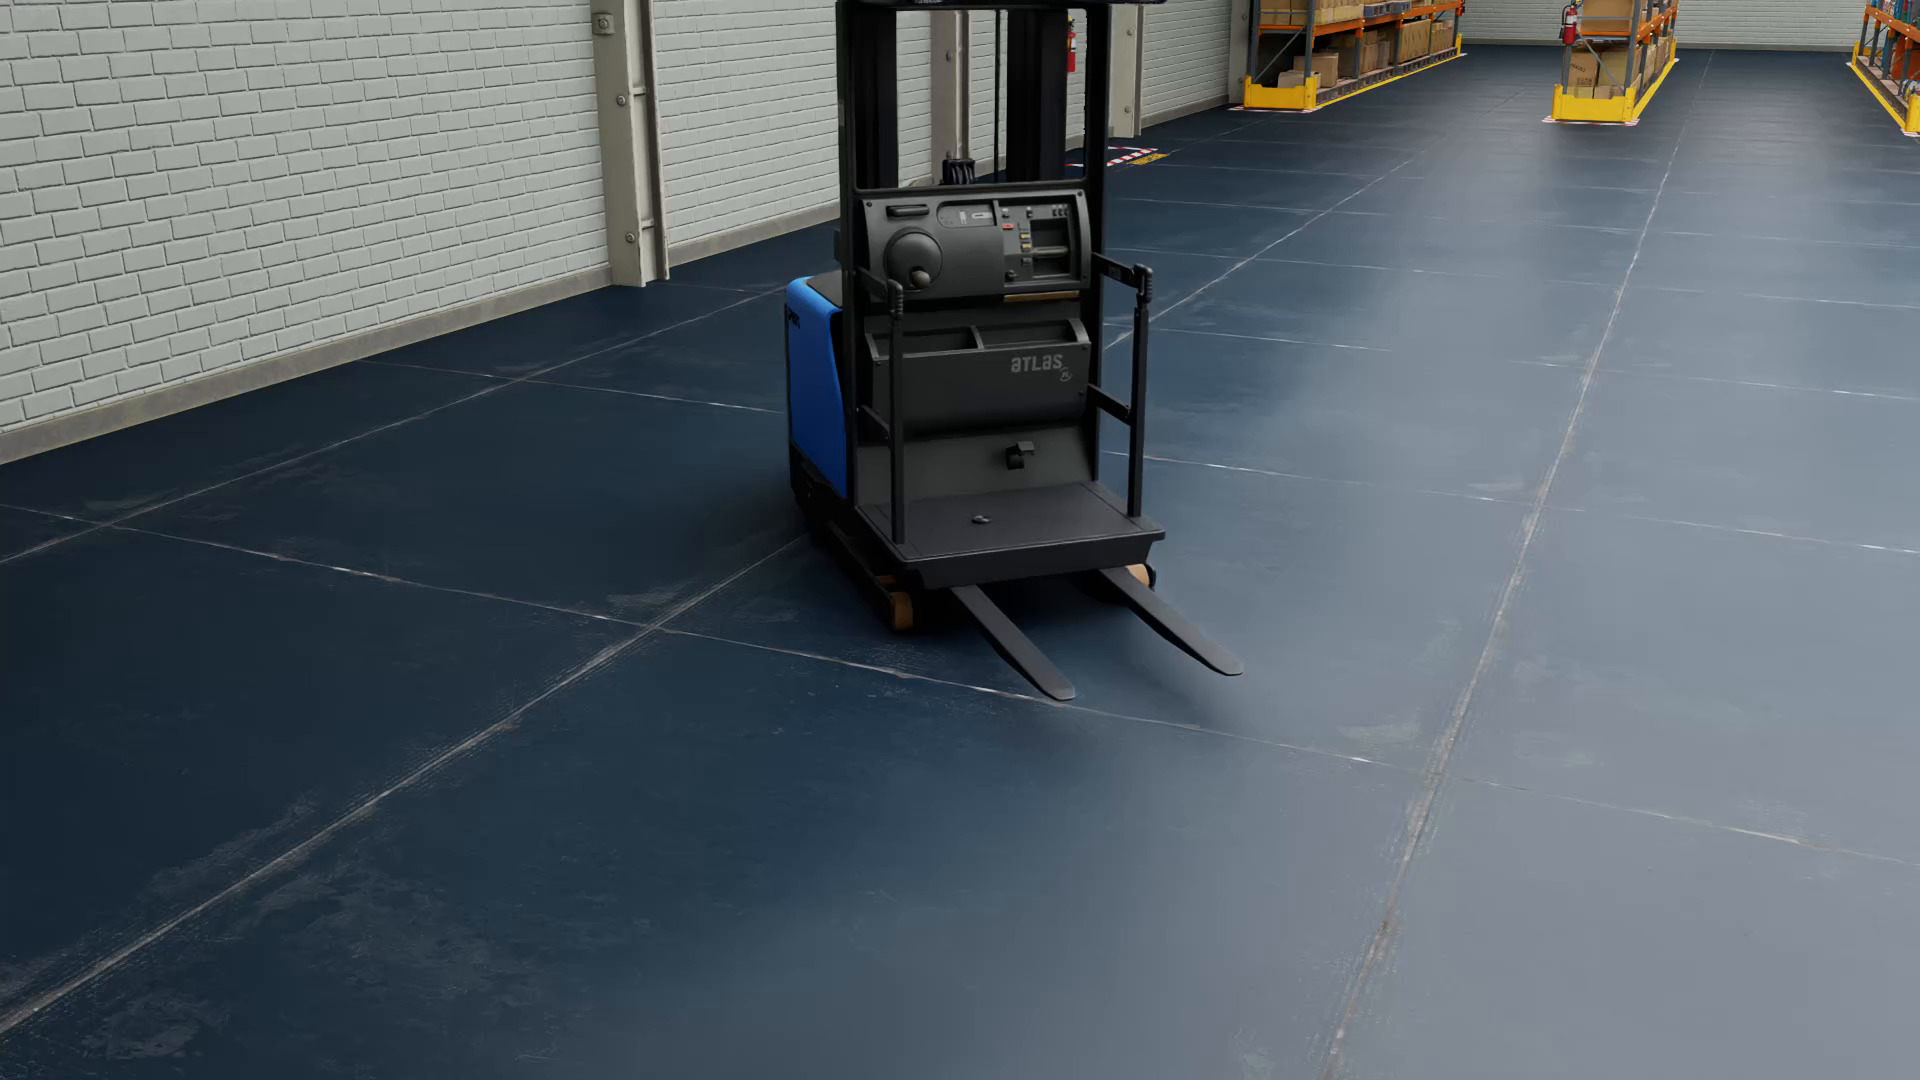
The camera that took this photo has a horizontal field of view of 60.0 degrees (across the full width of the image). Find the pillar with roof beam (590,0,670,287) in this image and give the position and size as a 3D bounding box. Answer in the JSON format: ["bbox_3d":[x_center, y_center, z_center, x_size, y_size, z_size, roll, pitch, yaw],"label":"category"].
[{"bbox_3d":[1.371,-5.716,10.111,9.100,9.000,0.400,9,21,23],"label":"pillar with roof beam"}]

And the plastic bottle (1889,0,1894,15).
[{"bbox_3d":[17.876,-10.212,31.882,0.061,0.283,0.133,9,21,23],"label":"plastic bottle"}]

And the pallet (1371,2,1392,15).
[{"bbox_3d":[7.820,-10.394,32.505,1.003,0.211,1.213,9,21,23],"label":"pallet"}]

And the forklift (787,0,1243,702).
[{"bbox_3d":[0.144,-1.172,6.389,1.130,2.935,3.031,-7,21,-18],"label":"forklift"}]

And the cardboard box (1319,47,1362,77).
[{"bbox_3d":[7.241,-9.129,31.736,0.700,0.500,0.500,9,22,25],"label":"cardboard box"}]

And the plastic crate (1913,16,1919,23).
[{"bbox_3d":[15.663,-8.341,26.539,0.767,0.338,0.504,9,21,23],"label":"plastic crate"}]

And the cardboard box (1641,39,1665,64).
[{"bbox_3d":[14.395,-10.176,34.679,0.500,0.500,0.500,9,21,23],"label":"cardboard box"}]

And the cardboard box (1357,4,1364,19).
[{"bbox_3d":[7.038,-9.625,30.250,0.500,0.250,0.500,9,21,23],"label":"cardboard box"}]

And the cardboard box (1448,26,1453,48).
[{"bbox_3d":[11.673,-12.333,40.775,0.700,0.500,0.500,9,21,23],"label":"cardboard box"}]

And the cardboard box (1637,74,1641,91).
[{"bbox_3d":[11.485,-7.924,28.752,0.500,0.250,0.500,9,21,23],"label":"cardboard box"}]

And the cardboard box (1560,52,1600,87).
[{"bbox_3d":[9.786,-7.431,26.246,0.500,0.500,0.500,9,21,23],"label":"cardboard box"}]

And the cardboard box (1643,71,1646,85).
[{"bbox_3d":[11.867,-8.185,29.486,0.500,0.250,0.500,8,21,21],"label":"cardboard box"}]

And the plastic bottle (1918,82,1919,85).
[{"bbox_3d":[15.335,-7.184,26.608,0.097,0.271,0.097,0,20,0],"label":"plastic bottle"}]

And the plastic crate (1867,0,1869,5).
[{"bbox_3d":[20.299,-11.968,36.950,0.250,0.136,0.298,9,21,23],"label":"plastic crate"}]

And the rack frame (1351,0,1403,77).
[{"bbox_3d":[8.593,-11.095,34.190,1.000,3.000,0.127,9,21,23],"label":"rack frame"}]

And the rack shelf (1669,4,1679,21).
[{"bbox_3d":[15.571,-11.912,37.560,1.077,0.370,4.000,9,21,23],"label":"rack shelf"}]

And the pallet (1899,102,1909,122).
[{"bbox_3d":[15.182,-6.625,25.783,1.003,0.211,1.213,9,21,23],"label":"pallet"}]

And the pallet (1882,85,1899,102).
[{"bbox_3d":[16.778,-7.819,29.139,1.003,0.211,1.213,9,21,23],"label":"pallet"}]

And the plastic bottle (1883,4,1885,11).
[{"bbox_3d":[18.605,-10.736,33.373,0.097,0.271,0.097,0,20,0],"label":"plastic bottle"}]

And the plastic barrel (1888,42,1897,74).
[{"bbox_3d":[18.278,-9.295,32.100,0.600,0.588,0.708,9,21,23],"label":"plastic barrel"}]

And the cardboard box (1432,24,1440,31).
[{"bbox_3d":[10.937,-11.938,38.696,0.380,0.149,0.250,9,22,25],"label":"cardboard box"}]

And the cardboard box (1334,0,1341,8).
[{"bbox_3d":[6.215,-9.353,28.367,0.500,0.500,0.500,8,21,21],"label":"cardboard box"}]

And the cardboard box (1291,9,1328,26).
[{"bbox_3d":[5.806,-8.694,27.633,0.500,0.250,0.500,8,21,21],"label":"cardboard box"}]

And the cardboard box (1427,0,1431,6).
[{"bbox_3d":[10.269,-11.986,37.042,0.380,0.149,0.250,9,21,24],"label":"cardboard box"}]

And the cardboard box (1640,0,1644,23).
[{"bbox_3d":[11.300,-9.104,28.443,0.700,0.500,0.500,8,21,21],"label":"cardboard box"}]

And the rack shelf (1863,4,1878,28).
[{"bbox_3d":[20.088,-11.231,35.646,1.077,0.370,4.000,9,21,23],"label":"rack shelf"}]

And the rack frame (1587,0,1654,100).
[{"bbox_3d":[11.476,-9.194,28.844,1.000,3.000,0.127,9,21,23],"label":"rack frame"}]

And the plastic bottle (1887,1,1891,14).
[{"bbox_3d":[18.109,-10.384,32.265,0.144,0.351,0.185,9,21,23],"label":"plastic bottle"}]

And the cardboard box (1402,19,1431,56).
[{"bbox_3d":[10.083,-11.286,37.310,0.750,0.750,0.750,9,21,23],"label":"cardboard box"}]

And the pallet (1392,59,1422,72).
[{"bbox_3d":[9.485,-10.384,36.351,1.003,0.211,1.213,9,21,23],"label":"pallet"}]

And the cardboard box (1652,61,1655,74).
[{"bbox_3d":[13.121,-9.125,32.126,0.500,0.250,0.500,9,22,24],"label":"cardboard box"}]

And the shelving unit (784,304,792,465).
[{"bbox_3d":[-0.689,-0.719,8.148,0.258,0.900,0.210,10,22,27],"label":"shelving unit"}]

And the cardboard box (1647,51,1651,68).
[{"bbox_3d":[12.293,-8.763,30.273,0.500,0.311,0.500,8,21,21],"label":"cardboard box"}]

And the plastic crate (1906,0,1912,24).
[{"bbox_3d":[16.161,-8.885,28.001,0.392,0.384,0.575,9,21,23],"label":"plastic crate"}]

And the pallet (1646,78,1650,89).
[{"bbox_3d":[12.741,-8.856,32.057,1.003,0.211,1.213,9,21,23],"label":"pallet"}]

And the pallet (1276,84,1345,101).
[{"bbox_3d":[6.214,-7.974,29.576,1.003,0.211,1.213,9,21,23],"label":"pallet"}]

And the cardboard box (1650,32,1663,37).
[{"bbox_3d":[15.516,-11.246,37.682,0.797,0.503,0.637,9,21,23],"label":"cardboard box"}]

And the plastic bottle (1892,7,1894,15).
[{"bbox_3d":[17.606,-9.957,31.288,0.097,0.201,0.097,0,20,0],"label":"plastic bottle"}]

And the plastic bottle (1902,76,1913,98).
[{"bbox_3d":[15.284,-7.282,26.766,0.144,0.351,0.185,9,22,24],"label":"plastic bottle"}]

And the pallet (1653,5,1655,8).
[{"bbox_3d":[14.325,-11.320,35.108,1.003,0.211,1.213,9,21,23],"label":"pallet"}]

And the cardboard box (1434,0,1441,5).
[{"bbox_3d":[10.468,-12.623,38.038,0.980,0.700,0.700,9,21,24],"label":"cardboard box"}]

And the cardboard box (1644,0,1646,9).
[{"bbox_3d":[12.442,-9.949,30.817,0.500,0.500,0.500,7,21,20],"label":"cardboard box"}]

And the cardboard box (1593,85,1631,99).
[{"bbox_3d":[10.260,-7.007,26.171,0.500,0.250,0.500,9,21,23],"label":"cardboard box"}]

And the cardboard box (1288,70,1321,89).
[{"bbox_3d":[5.916,-7.964,28.741,0.500,0.311,0.500,11,22,27],"label":"cardboard box"}]

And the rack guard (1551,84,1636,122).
[{"bbox_3d":[9.828,-6.786,25.804,1.175,0.500,0.348,9,21,23],"label":"rack guard"}]

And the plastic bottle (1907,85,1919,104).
[{"bbox_3d":[14.892,-6.952,25.947,0.152,0.276,0.135,8,21,21],"label":"plastic bottle"}]
